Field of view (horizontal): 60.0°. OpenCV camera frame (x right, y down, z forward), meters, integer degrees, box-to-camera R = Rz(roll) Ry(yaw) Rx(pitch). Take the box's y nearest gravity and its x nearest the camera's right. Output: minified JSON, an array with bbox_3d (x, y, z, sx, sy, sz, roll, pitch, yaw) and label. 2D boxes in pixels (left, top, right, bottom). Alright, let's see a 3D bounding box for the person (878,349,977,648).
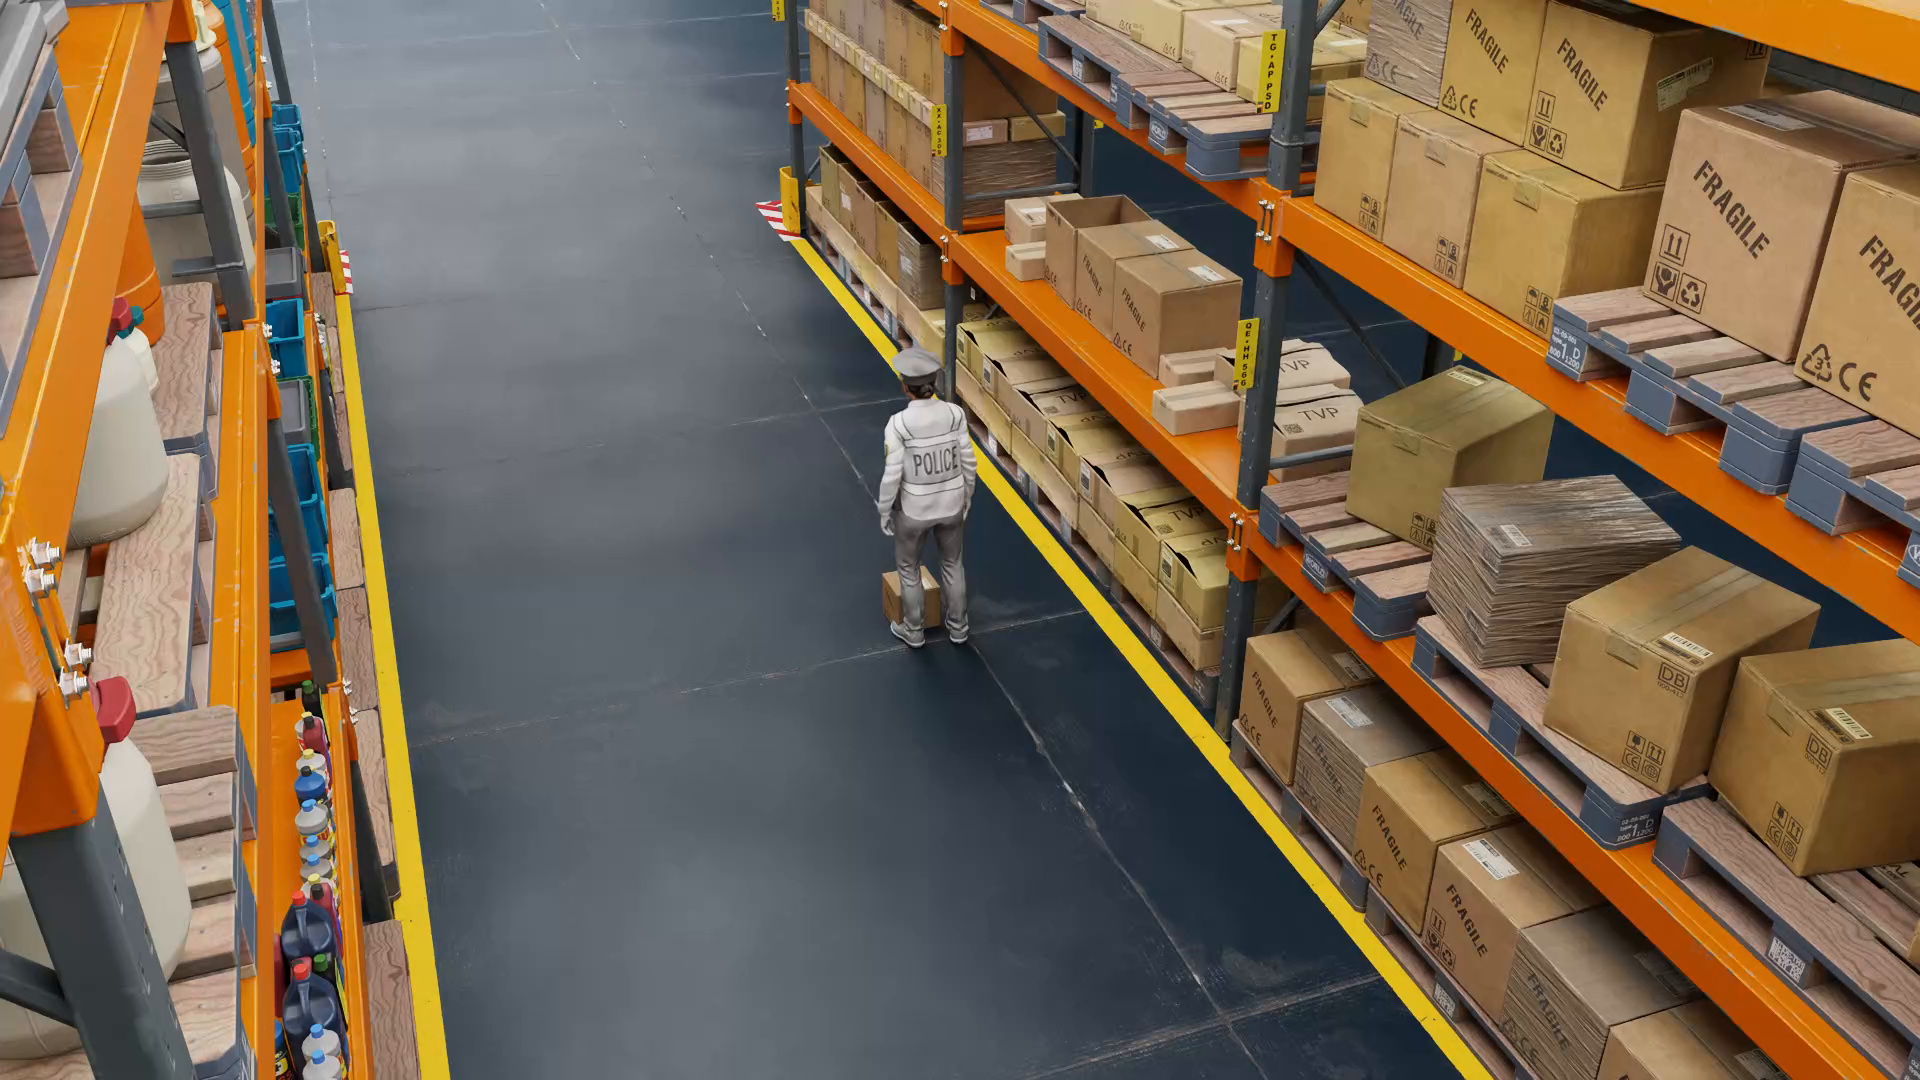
[{"bbox_3d":[-0.179,-0.180,8.647,0.531,1.662,0.413,-12,32,-20],"label":"person"}]
